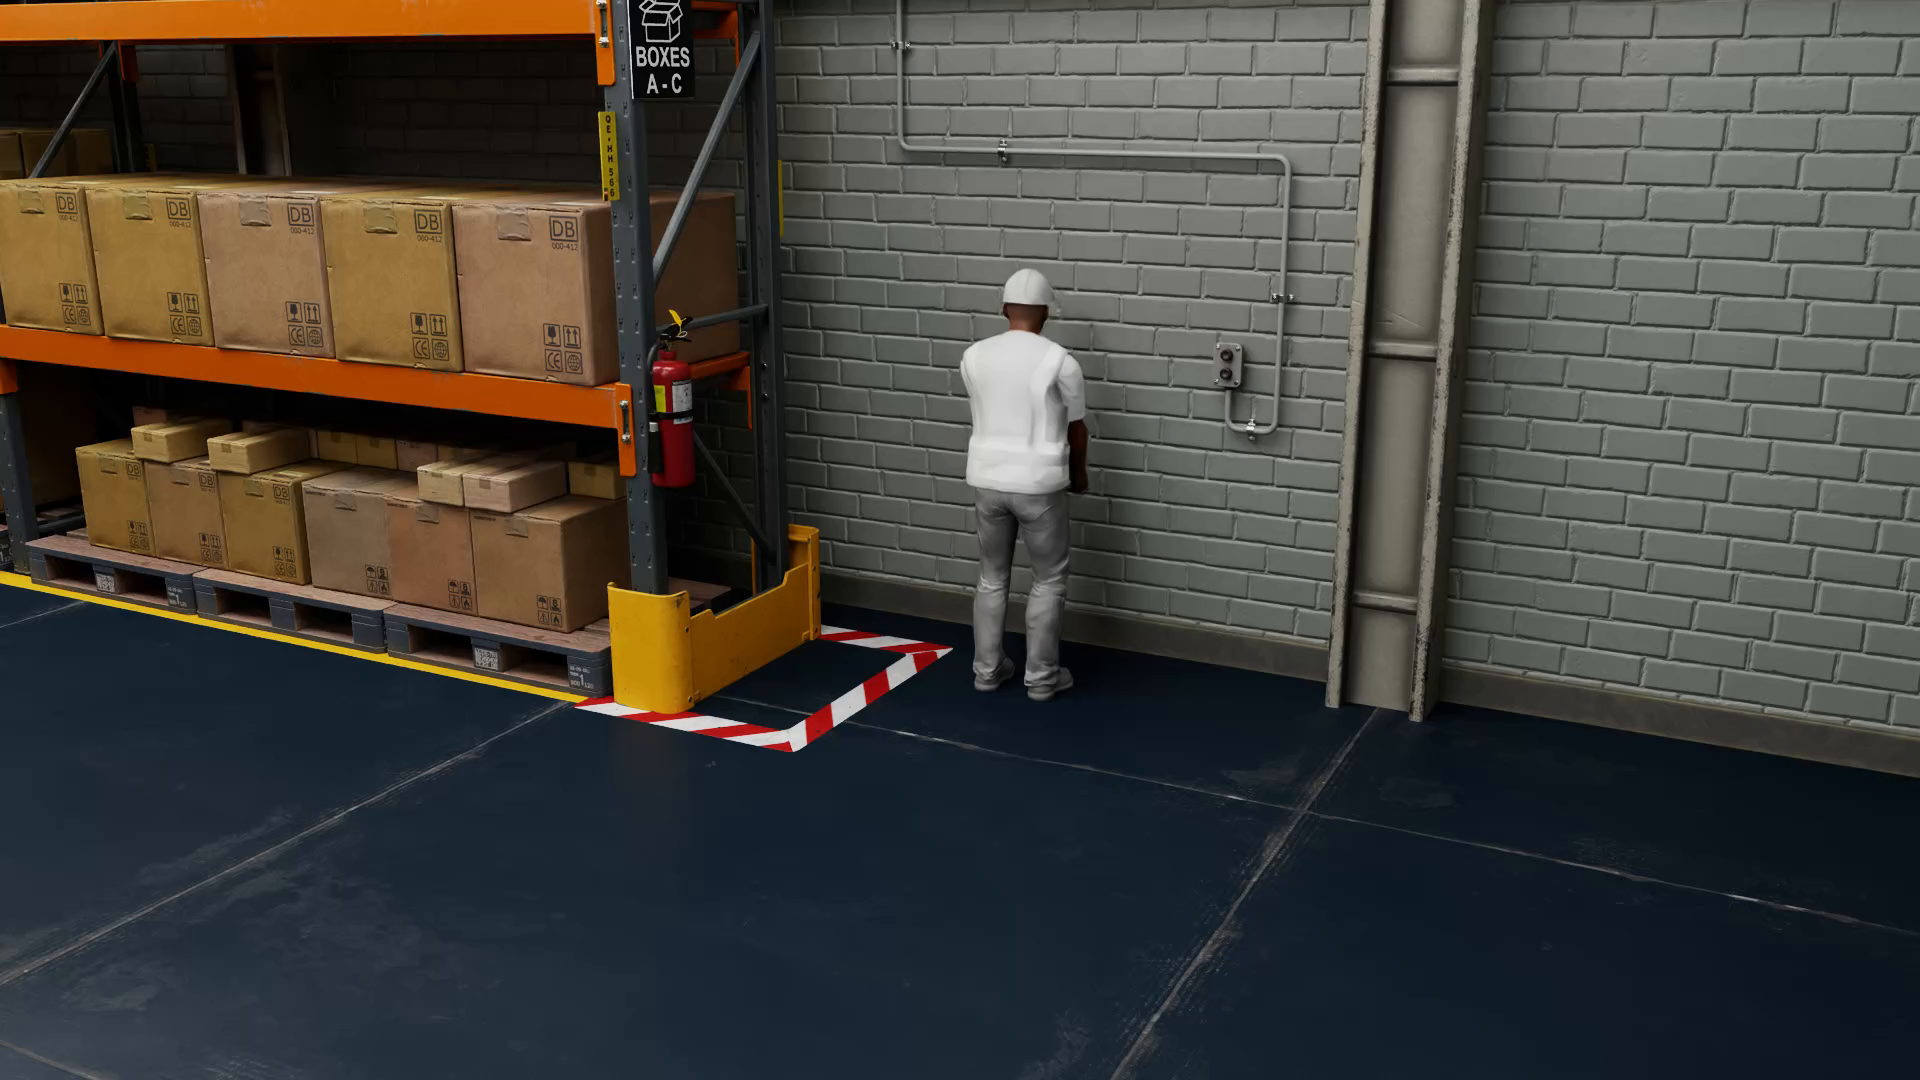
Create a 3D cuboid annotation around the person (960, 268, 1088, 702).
[{"bbox_3d":[0.277,-0.243,6.876,0.505,1.750,0.583,7,17,25],"label":"person"}]
